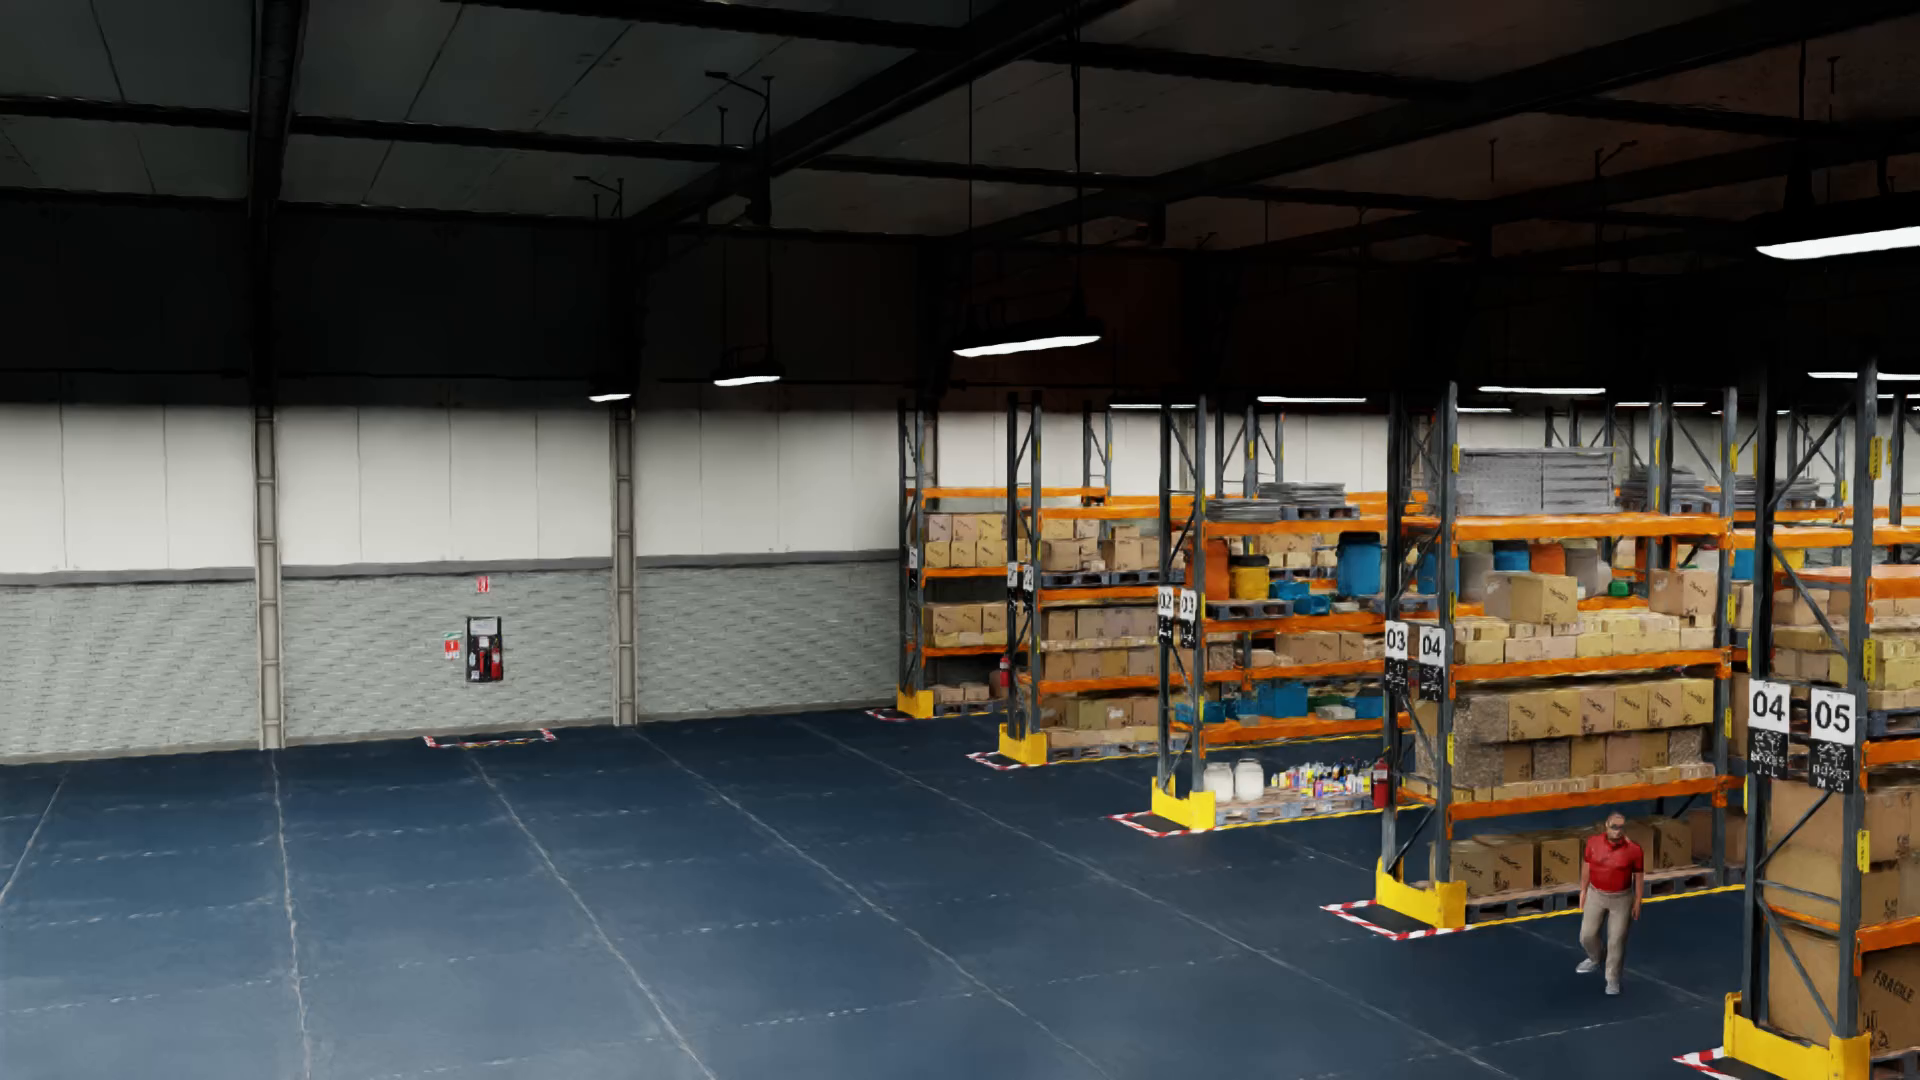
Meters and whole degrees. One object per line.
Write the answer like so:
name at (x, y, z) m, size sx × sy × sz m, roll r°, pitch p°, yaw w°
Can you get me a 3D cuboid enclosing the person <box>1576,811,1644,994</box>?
person at (6.148, 3.385, 15.725) m, size 0.607 × 1.719 × 0.546 m, roll 2°, pitch 4°, yaw 30°
